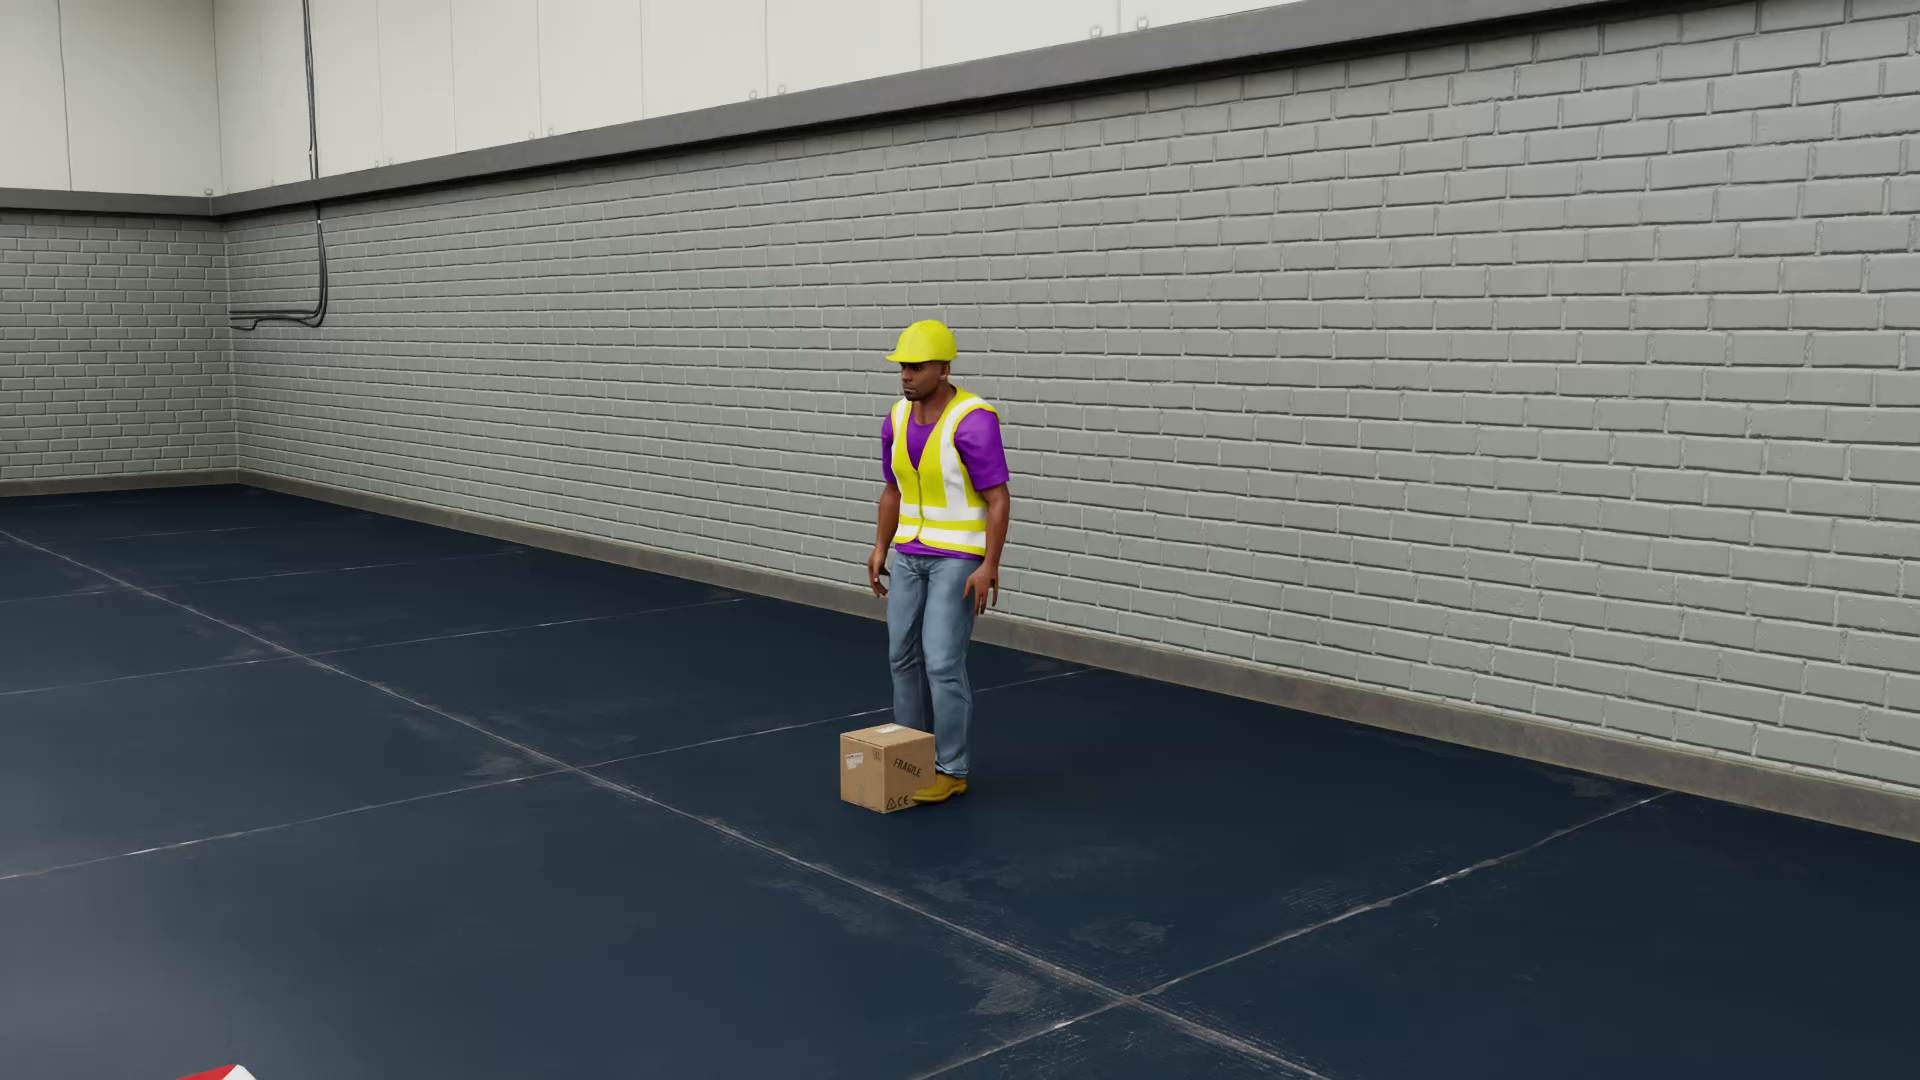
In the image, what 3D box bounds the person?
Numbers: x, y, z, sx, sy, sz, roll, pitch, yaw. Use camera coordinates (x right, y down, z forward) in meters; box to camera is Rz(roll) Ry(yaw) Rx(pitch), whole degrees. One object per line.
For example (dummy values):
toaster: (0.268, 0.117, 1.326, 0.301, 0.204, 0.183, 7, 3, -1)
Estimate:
person: (-0.095, 0.071, 6.165, 0.459, 1.760, 0.634, -7, 10, -44)
